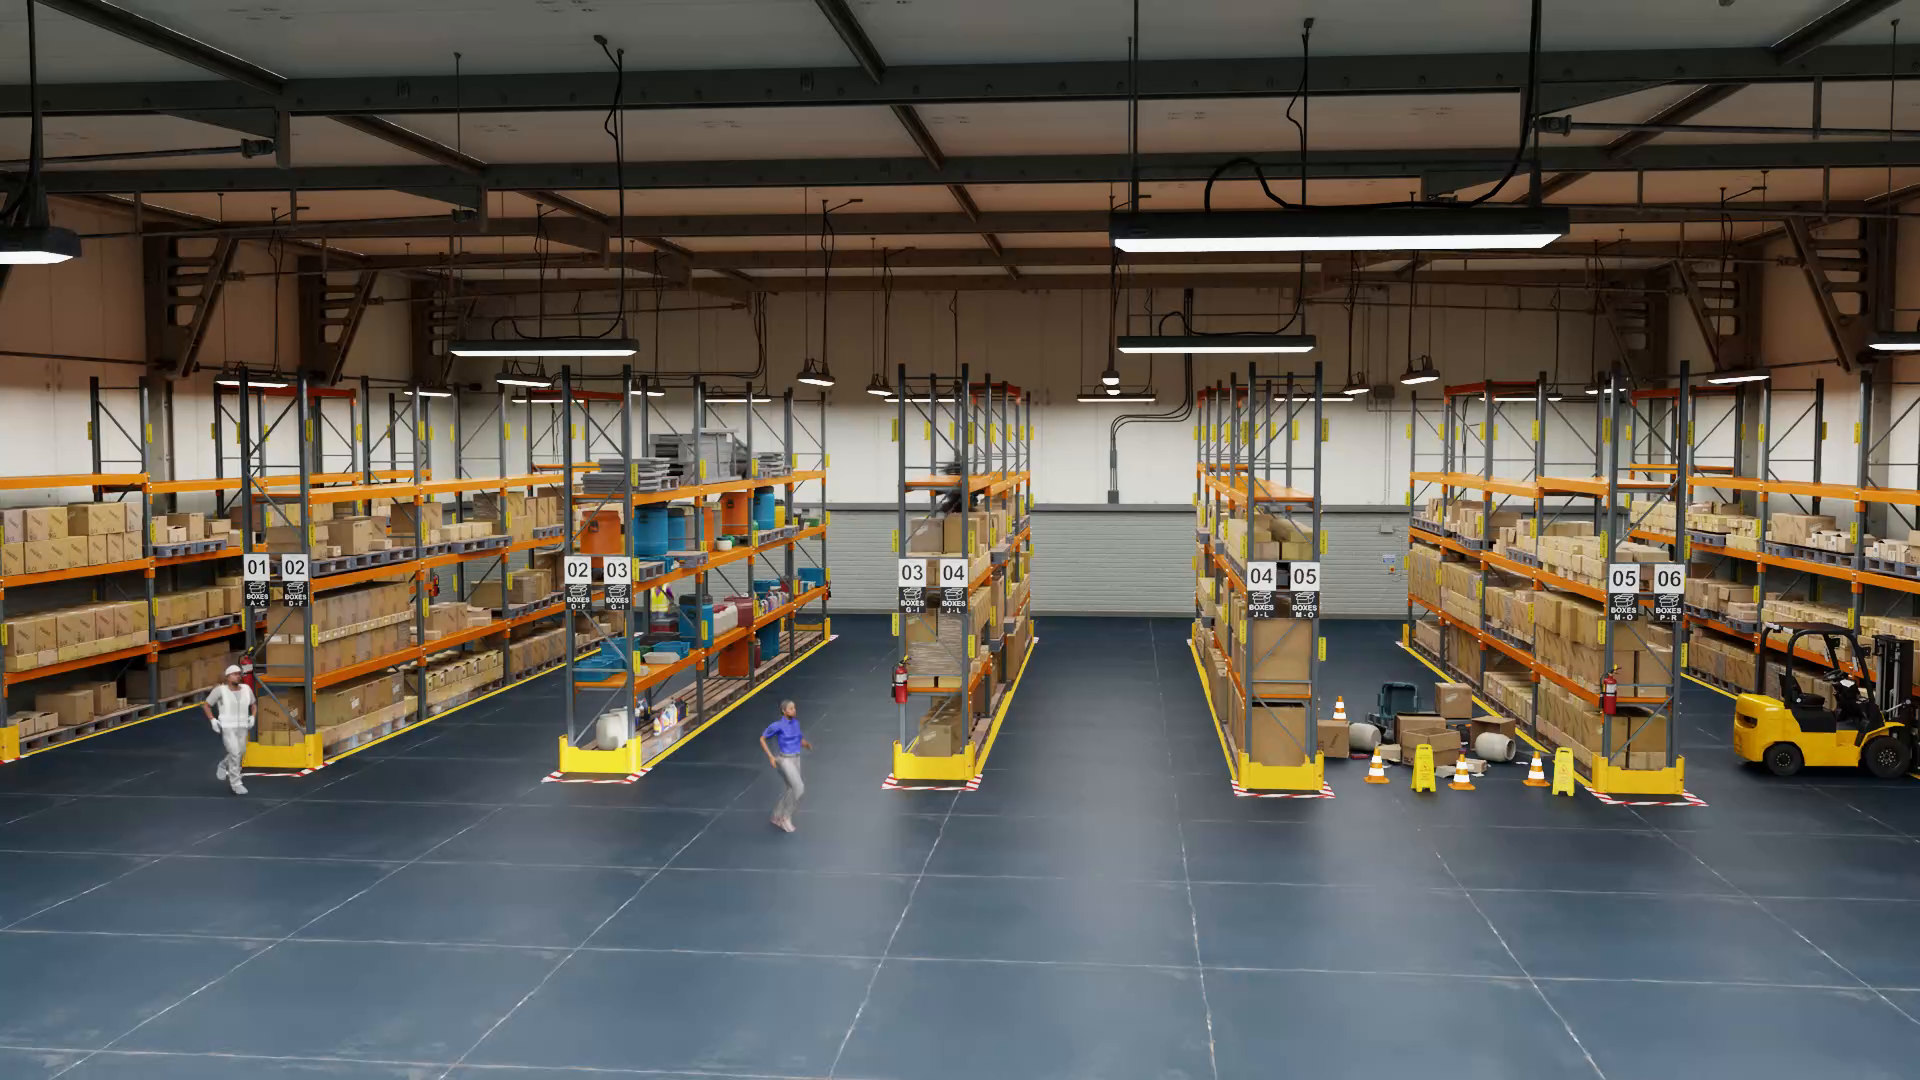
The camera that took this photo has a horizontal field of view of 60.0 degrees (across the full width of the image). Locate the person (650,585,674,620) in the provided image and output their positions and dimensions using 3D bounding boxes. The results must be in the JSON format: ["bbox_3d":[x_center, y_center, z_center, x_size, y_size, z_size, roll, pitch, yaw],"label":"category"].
[{"bbox_3d":[-7.004,1.668,38.585,0.705,1.738,0.706,0,4,-3],"label":"person"}]

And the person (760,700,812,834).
[{"bbox_3d":[-2.142,2.840,20.888,0.697,1.669,0.545,2,4,30],"label":"person"}]

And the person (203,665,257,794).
[{"bbox_3d":[-10.216,2.638,23.370,0.845,1.765,0.704,3,5,38],"label":"person"}]
